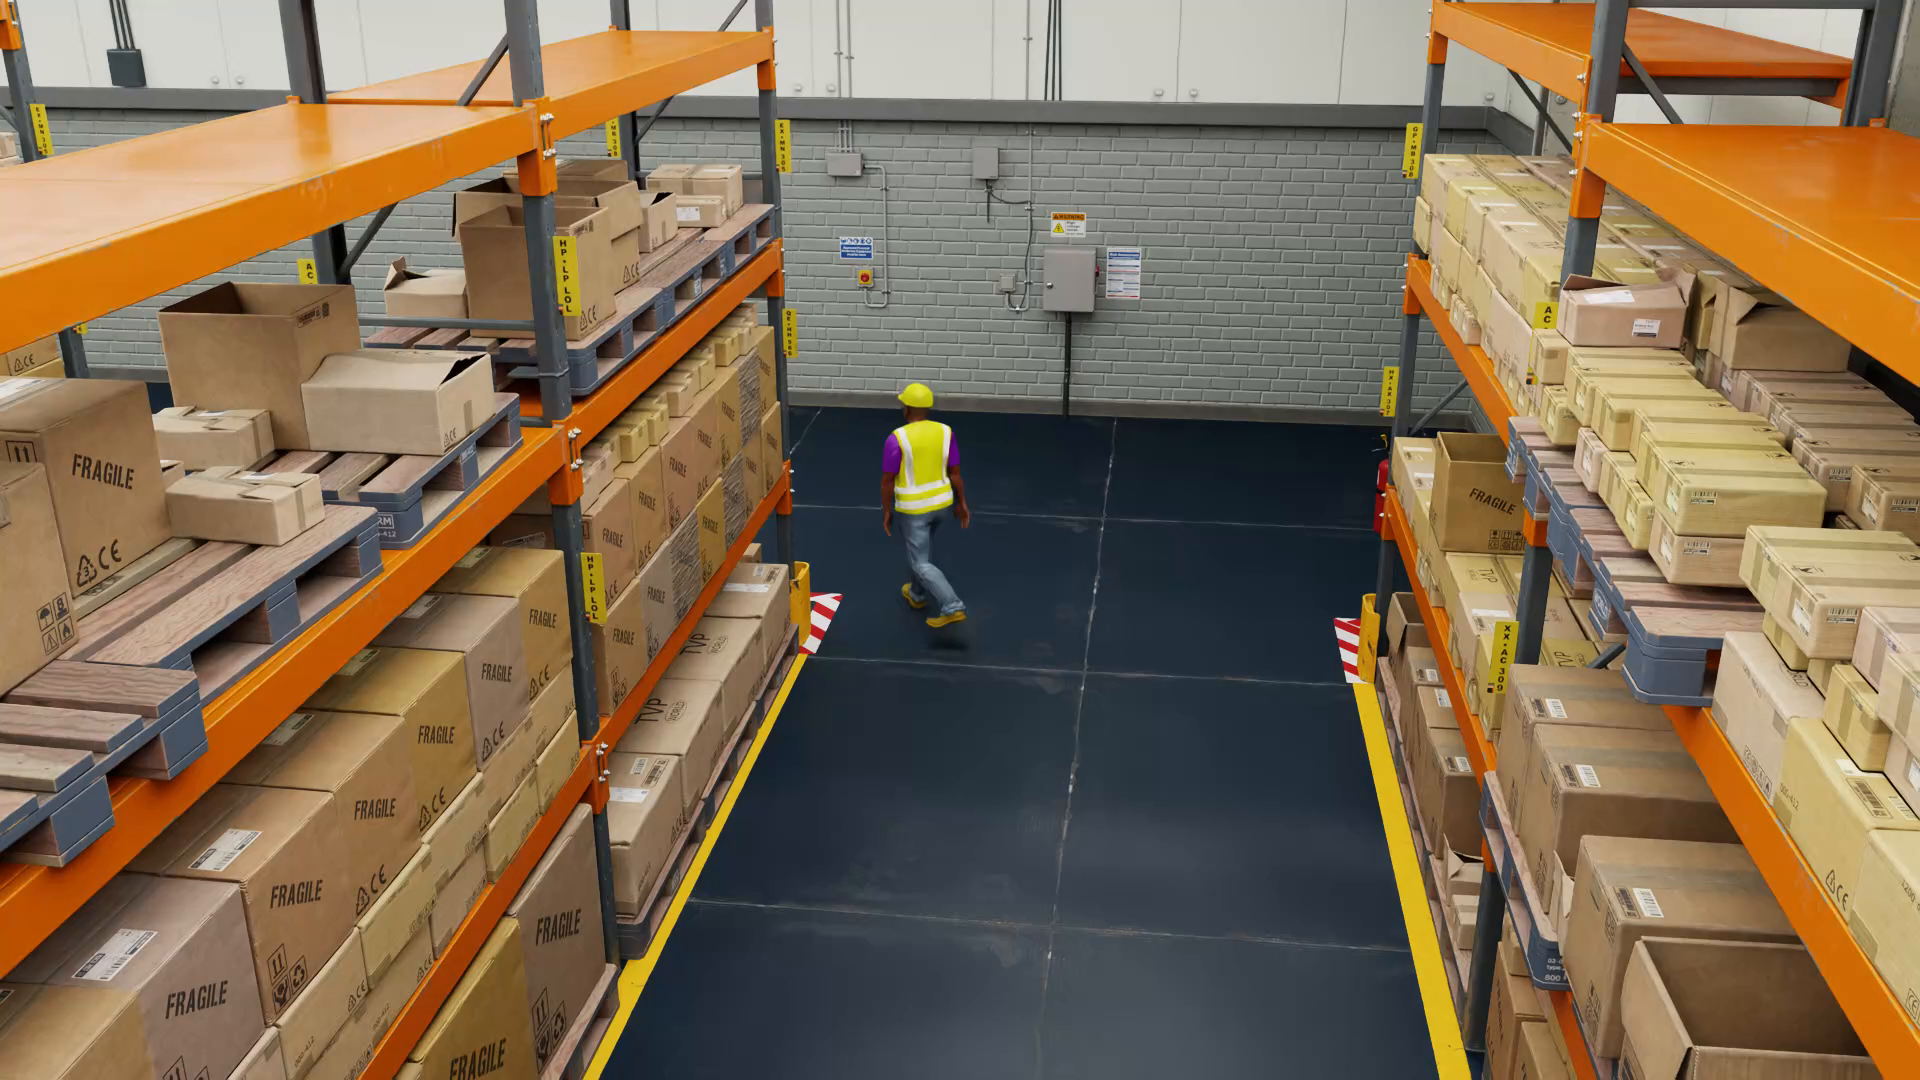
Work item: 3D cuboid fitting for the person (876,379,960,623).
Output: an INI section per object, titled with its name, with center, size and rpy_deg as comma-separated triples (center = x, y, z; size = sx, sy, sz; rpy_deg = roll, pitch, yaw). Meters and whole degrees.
[person]
center = -0.273, -0.255, 11.723
size = 0.613, 1.734, 0.868
rpy_deg = -14, 25, -32
